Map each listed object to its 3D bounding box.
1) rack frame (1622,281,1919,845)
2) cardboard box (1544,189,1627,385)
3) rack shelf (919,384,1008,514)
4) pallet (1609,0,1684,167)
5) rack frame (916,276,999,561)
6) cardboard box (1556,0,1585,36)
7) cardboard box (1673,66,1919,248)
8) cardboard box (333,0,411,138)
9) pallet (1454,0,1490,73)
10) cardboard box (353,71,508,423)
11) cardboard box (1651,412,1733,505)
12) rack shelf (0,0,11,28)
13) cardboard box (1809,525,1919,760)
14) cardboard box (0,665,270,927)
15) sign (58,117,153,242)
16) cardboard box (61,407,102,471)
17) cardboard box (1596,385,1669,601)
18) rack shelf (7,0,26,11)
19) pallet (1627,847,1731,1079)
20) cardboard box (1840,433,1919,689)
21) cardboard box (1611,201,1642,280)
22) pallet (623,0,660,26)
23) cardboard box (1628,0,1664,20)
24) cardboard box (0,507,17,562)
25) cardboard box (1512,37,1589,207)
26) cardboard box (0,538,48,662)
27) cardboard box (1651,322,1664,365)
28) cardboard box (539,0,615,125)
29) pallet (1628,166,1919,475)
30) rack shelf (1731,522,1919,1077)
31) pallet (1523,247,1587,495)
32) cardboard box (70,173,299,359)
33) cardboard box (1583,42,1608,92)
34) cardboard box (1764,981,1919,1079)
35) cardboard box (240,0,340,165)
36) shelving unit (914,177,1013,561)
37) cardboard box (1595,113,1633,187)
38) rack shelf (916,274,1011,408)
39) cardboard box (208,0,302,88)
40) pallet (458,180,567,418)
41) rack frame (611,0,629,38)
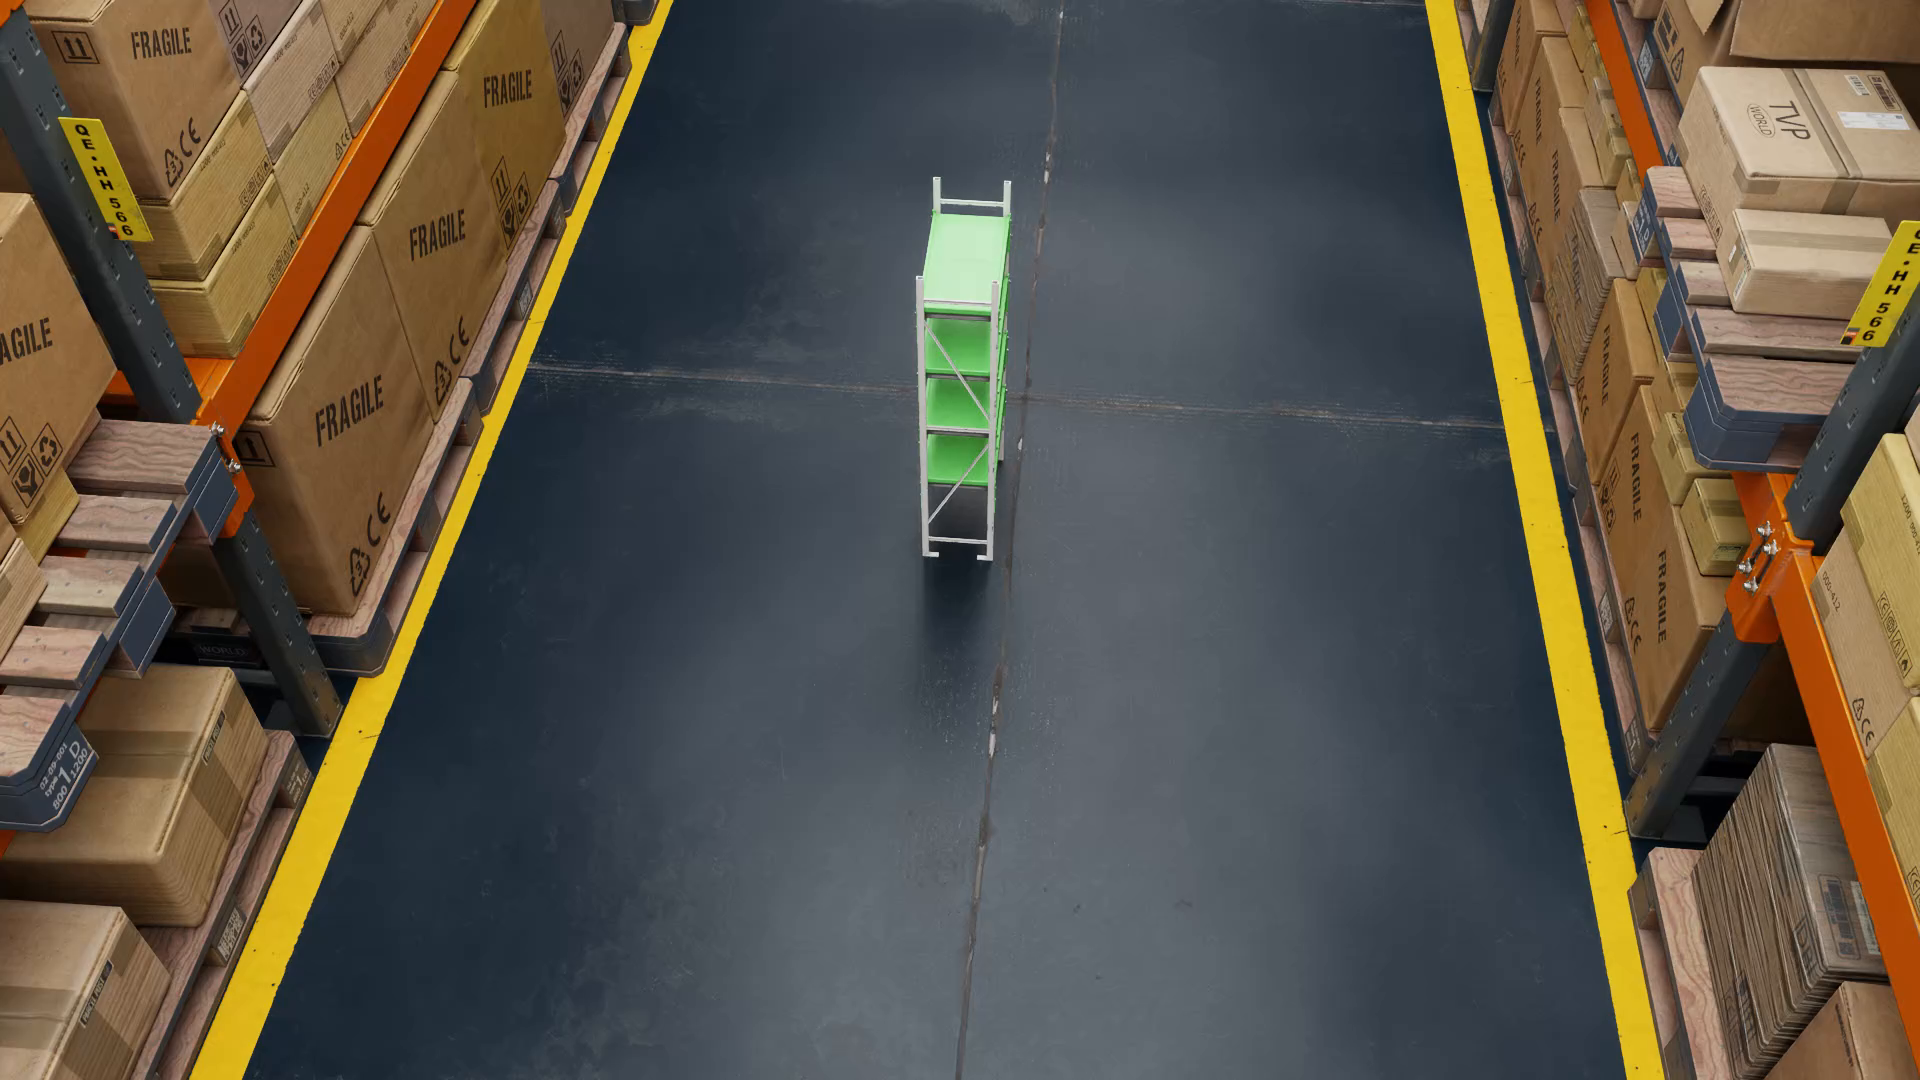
[{"bbox_3d":[2.492,-0.136,3.842,1.000,3.000,0.127,4,48,4],"label":"rack frame"},{"bbox_3d":[2.446,-0.894,5.945,0.500,0.500,0.500,2,48,2],"label":"cardboard box"},{"bbox_3d":[0.015,-0.322,5.643,0.258,0.148,0.480,4,48,4],"label":"rack shelf"},{"bbox_3d":[2.664,-1.501,5.220,1.003,0.211,1.213,4,48,4],"label":"pallet"},{"bbox_3d":[-0.007,-0.347,5.255,0.240,1.200,0.015,4,48,4],"label":"rack frame"},{"bbox_3d":[2.610,-2.138,6.643,0.380,0.149,0.250,3,48,2],"label":"cardboard box"},{"bbox_3d":[2.265,-1.025,4.471,0.500,0.250,0.500,2,48,2],"label":"cardboard box"},{"bbox_3d":[-2.074,-1.523,5.212,0.500,0.250,0.500,5,48,5],"label":"cardboard box"},{"bbox_3d":[2.920,-2.639,8.021,1.003,0.211,1.213,4,48,4],"label":"pallet"},{"bbox_3d":[-2.221,-1.049,5.832,0.875,0.875,0.875,4,48,4],"label":"cardboard box"},{"bbox_3d":[2.278,-0.236,4.903,0.380,0.149,0.250,2,48,2],"label":"cardboard box"},{"bbox_3d":[-2.634,0.233,1.959,1.077,0.370,4.000,4,48,4],"label":"rack shelf"},{"bbox_3d":[2.208,0.224,3.614,0.500,0.250,0.500,4,48,4],"label":"cardboard box"},{"bbox_3d":[-2.513,0.692,4.580,0.950,0.372,0.625,1,48,1],"label":"cardboard box"},{"bbox_3d":[-1.910,-0.802,3.720,0.100,0.325,0.005,4,48,4],"label":"sign"},{"bbox_3d":[-2.247,-0.268,3.848,0.380,0.149,0.250,5,48,5],"label":"cardboard box"},{"bbox_3d":[2.372,-0.127,5.243,0.500,0.500,0.500,3,48,3],"label":"cardboard box"},{"bbox_3d":[-2.269,-2.707,4.648,1.077,0.370,4.000,4,48,4],"label":"rack shelf"},{"bbox_3d":[2.378,1.407,4.320,1.003,0.211,1.213,4,48,4],"label":"pallet"},{"bbox_3d":[2.183,0.053,3.431,0.500,0.250,0.500,4,48,3],"label":"cardboard box"},{"bbox_3d":[2.433,-1.006,5.607,0.380,0.149,0.250,2,48,2],"label":"cardboard box"},{"bbox_3d":[-1.940,-3.019,8.368,1.003,0.211,1.213,4,48,4],"label":"pallet"},{"bbox_3d":[2.471,-1.954,5.152,0.700,0.500,0.500,4,48,3],"label":"cardboard box"},{"bbox_3d":[-2.253,-0.010,3.172,0.500,0.500,0.500,3,48,3],"label":"cardboard box"},{"bbox_3d":[2.549,-1.642,6.628,0.500,0.500,0.500,3,48,3],"label":"cardboard box"},{"bbox_3d":[-2.178,0.122,3.491,0.380,0.149,0.250,4,48,3],"label":"cardboard box"},{"bbox_3d":[2.416,-0.618,5.252,0.380,0.149,0.250,5,48,5],"label":"cardboard box"},{"bbox_3d":[-2.064,-2.370,7.041,0.875,0.875,0.875,5,48,5],"label":"cardboard box"},{"bbox_3d":[2.484,-0.574,4.373,1.213,0.211,1.003,4,48,4],"label":"pallet"},{"bbox_3d":[2.309,1.576,2.763,1.077,0.370,4.000,4,48,4],"label":"rack shelf"},{"bbox_3d":[2.711,-0.635,6.188,1.003,0.211,1.213,4,48,4],"label":"pallet"},{"bbox_3d":[-2.157,-0.760,4.514,0.500,0.250,0.500,3,48,3],"label":"cardboard box"},{"bbox_3d":[2.587,-1.747,6.285,0.380,0.149,0.250,3,48,3],"label":"cardboard box"},{"bbox_3d":[2.369,1.461,3.705,0.875,0.625,0.625,5,48,5],"label":"cardboard box"},{"bbox_3d":[-2.111,-1.321,4.688,0.500,0.250,0.500,5,48,4],"label":"cardboard box"},{"bbox_3d":[0.015,-0.527,5.419,0.258,1.200,0.503,4,48,4],"label":"shelving unit"},{"bbox_3d":[2.502,-1.383,5.952,0.380,0.149,0.250,5,48,5],"label":"cardboard box"},{"bbox_3d":[0.015,-0.645,5.289,0.258,0.148,0.480,4,48,4],"label":"rack shelf"},{"bbox_3d":[-2.128,-1.550,4.389,0.500,0.500,0.500,4,48,4],"label":"cardboard box"},{"bbox_3d":[-2.191,-0.995,6.517,1.003,0.211,1.213,4,48,4],"label":"pallet"},{"bbox_3d":[-2.087,-3.407,6.833,1.000,3.000,0.127,4,48,4],"label":"rack frame"}]
